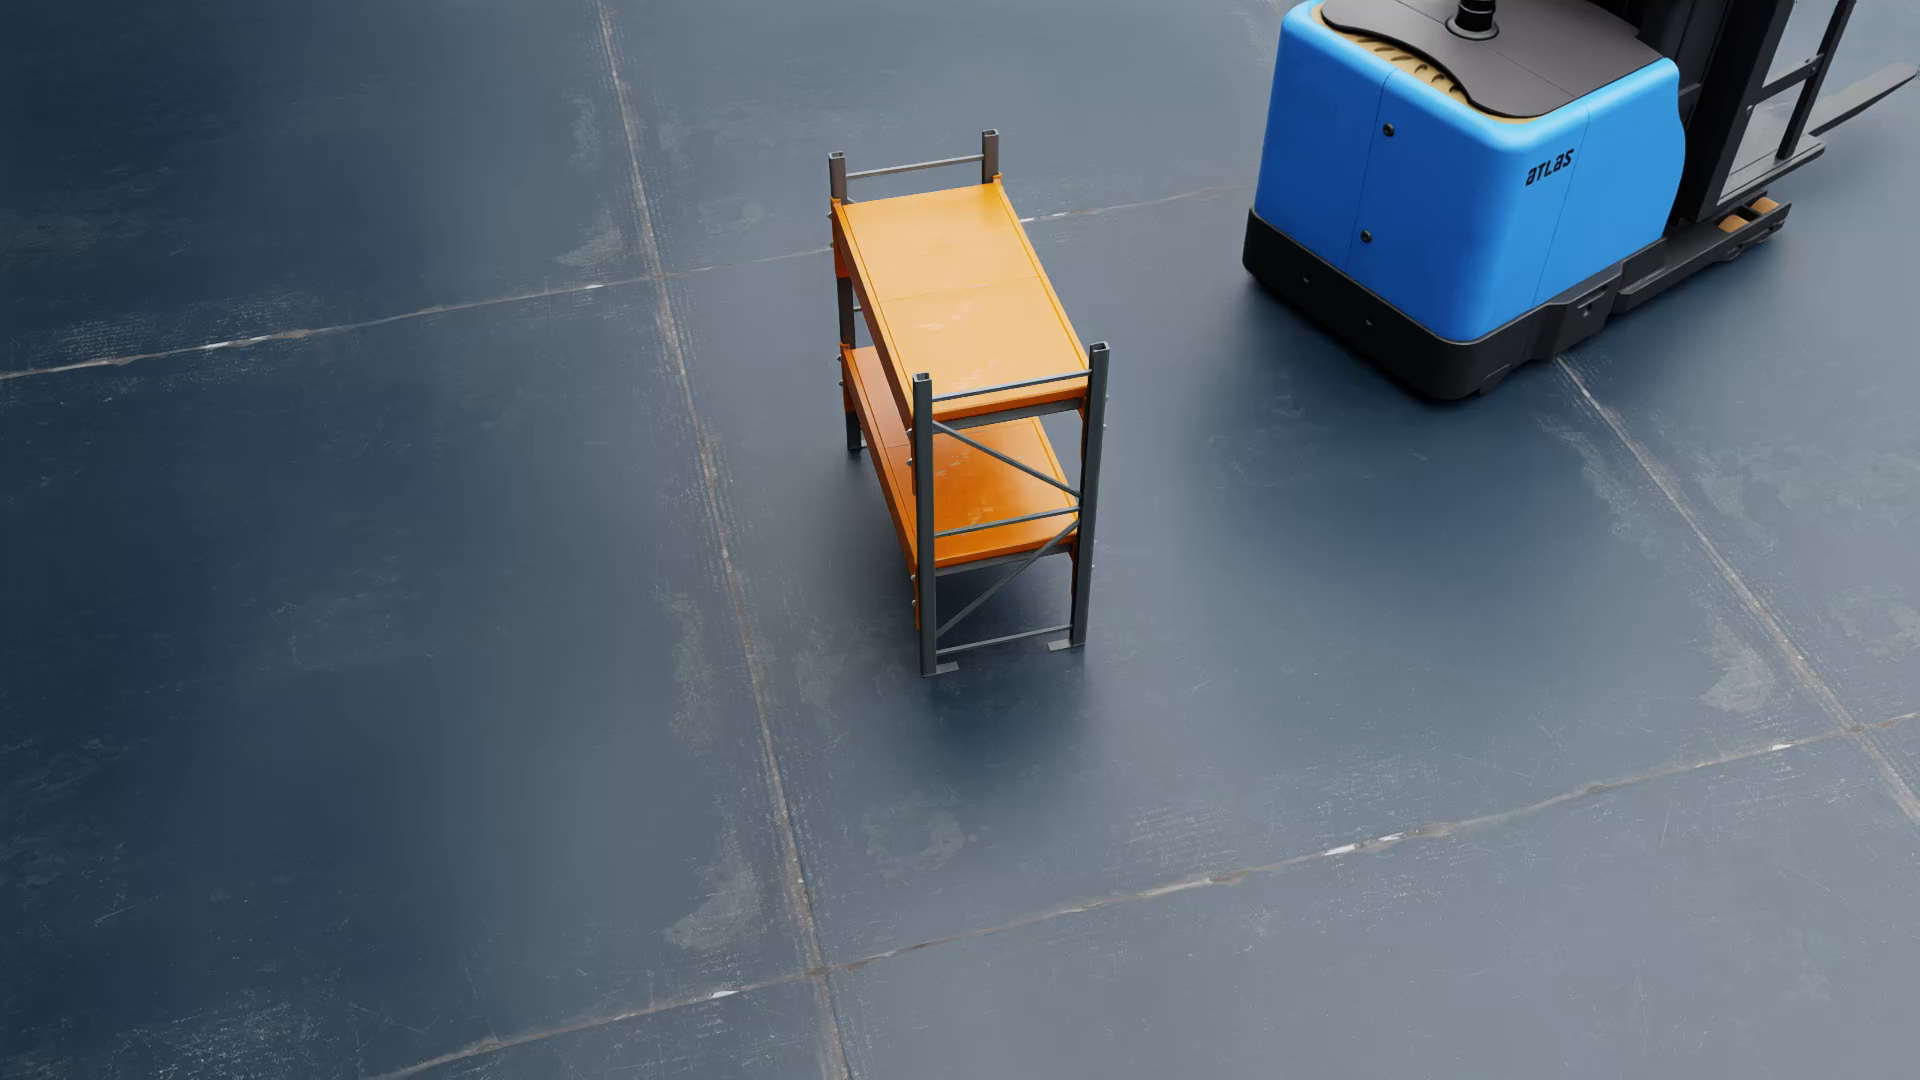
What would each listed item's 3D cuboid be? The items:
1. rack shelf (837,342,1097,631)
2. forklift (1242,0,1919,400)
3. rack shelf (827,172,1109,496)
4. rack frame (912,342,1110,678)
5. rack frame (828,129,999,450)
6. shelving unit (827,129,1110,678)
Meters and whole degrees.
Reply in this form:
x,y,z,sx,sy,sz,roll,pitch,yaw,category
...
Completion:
x,y,z,sx,sy,sz,roll,pitch,yaw,category
-0.002,-0.227,5.027,0.538,0.278,1.000,-11,47,-10,rack shelf
2.532,-2.360,5.511,3.031,2.935,1.130,-28,52,-25,forklift
-0.002,-0.603,4.644,0.538,0.278,1.000,-11,47,-10,rack shelf
0.128,-0.047,4.509,0.500,1.125,0.032,-11,47,-10,rack frame
-0.132,-0.749,5.197,0.500,1.125,0.032,-11,47,-10,rack frame
-0.002,-0.398,4.853,0.538,1.125,1.048,-11,47,-10,shelving unit
